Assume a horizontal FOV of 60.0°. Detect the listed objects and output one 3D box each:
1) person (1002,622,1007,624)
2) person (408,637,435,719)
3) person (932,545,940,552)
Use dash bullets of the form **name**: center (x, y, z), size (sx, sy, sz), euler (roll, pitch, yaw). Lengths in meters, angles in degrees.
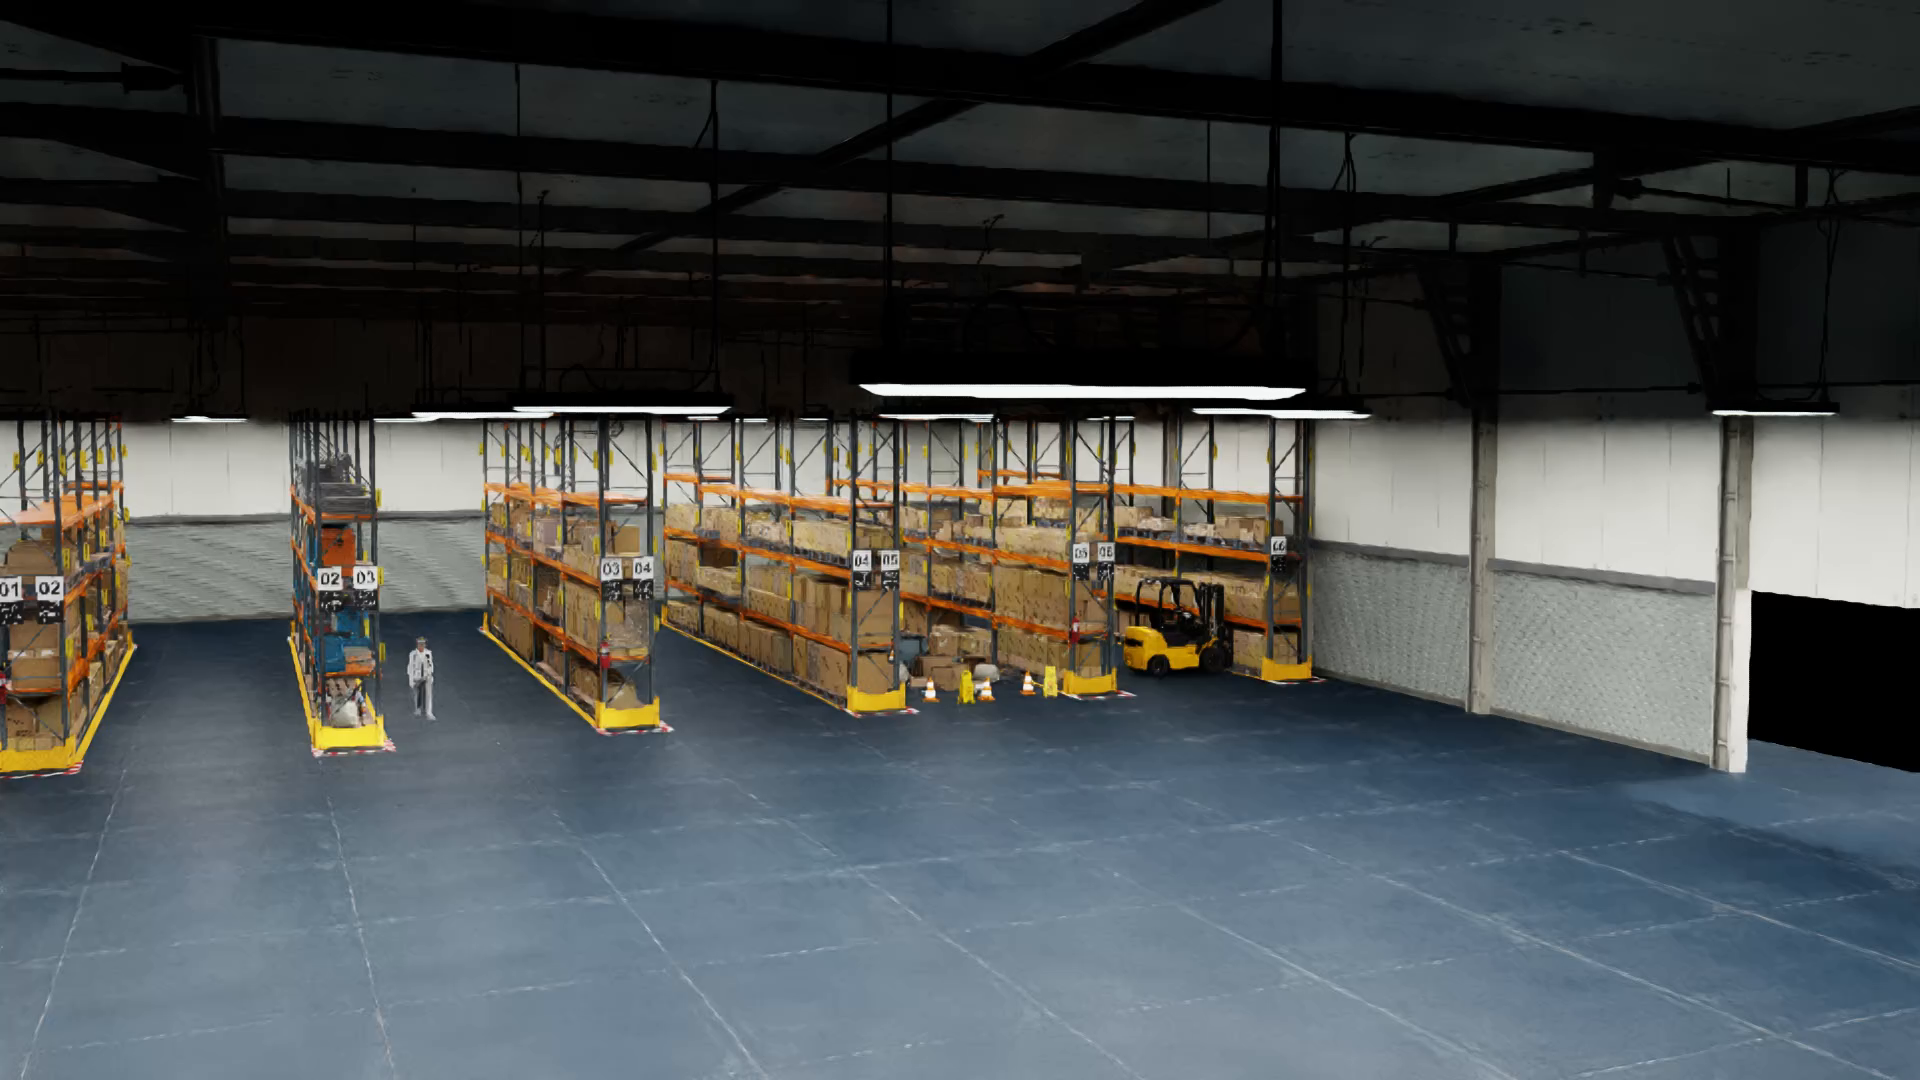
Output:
- **person**: center (1.186, 1.813, 43.846), size (0.554, 1.659, 0.598), euler (1, 4, 8)
- **person**: center (-10.447, 2.653, 32.229), size (0.483, 1.587, 1.086), euler (-2, 4, -21)
- **person**: center (-0.834, 0.929, 55.661), size (0.753, 1.771, 0.513), euler (3, 5, 36)
